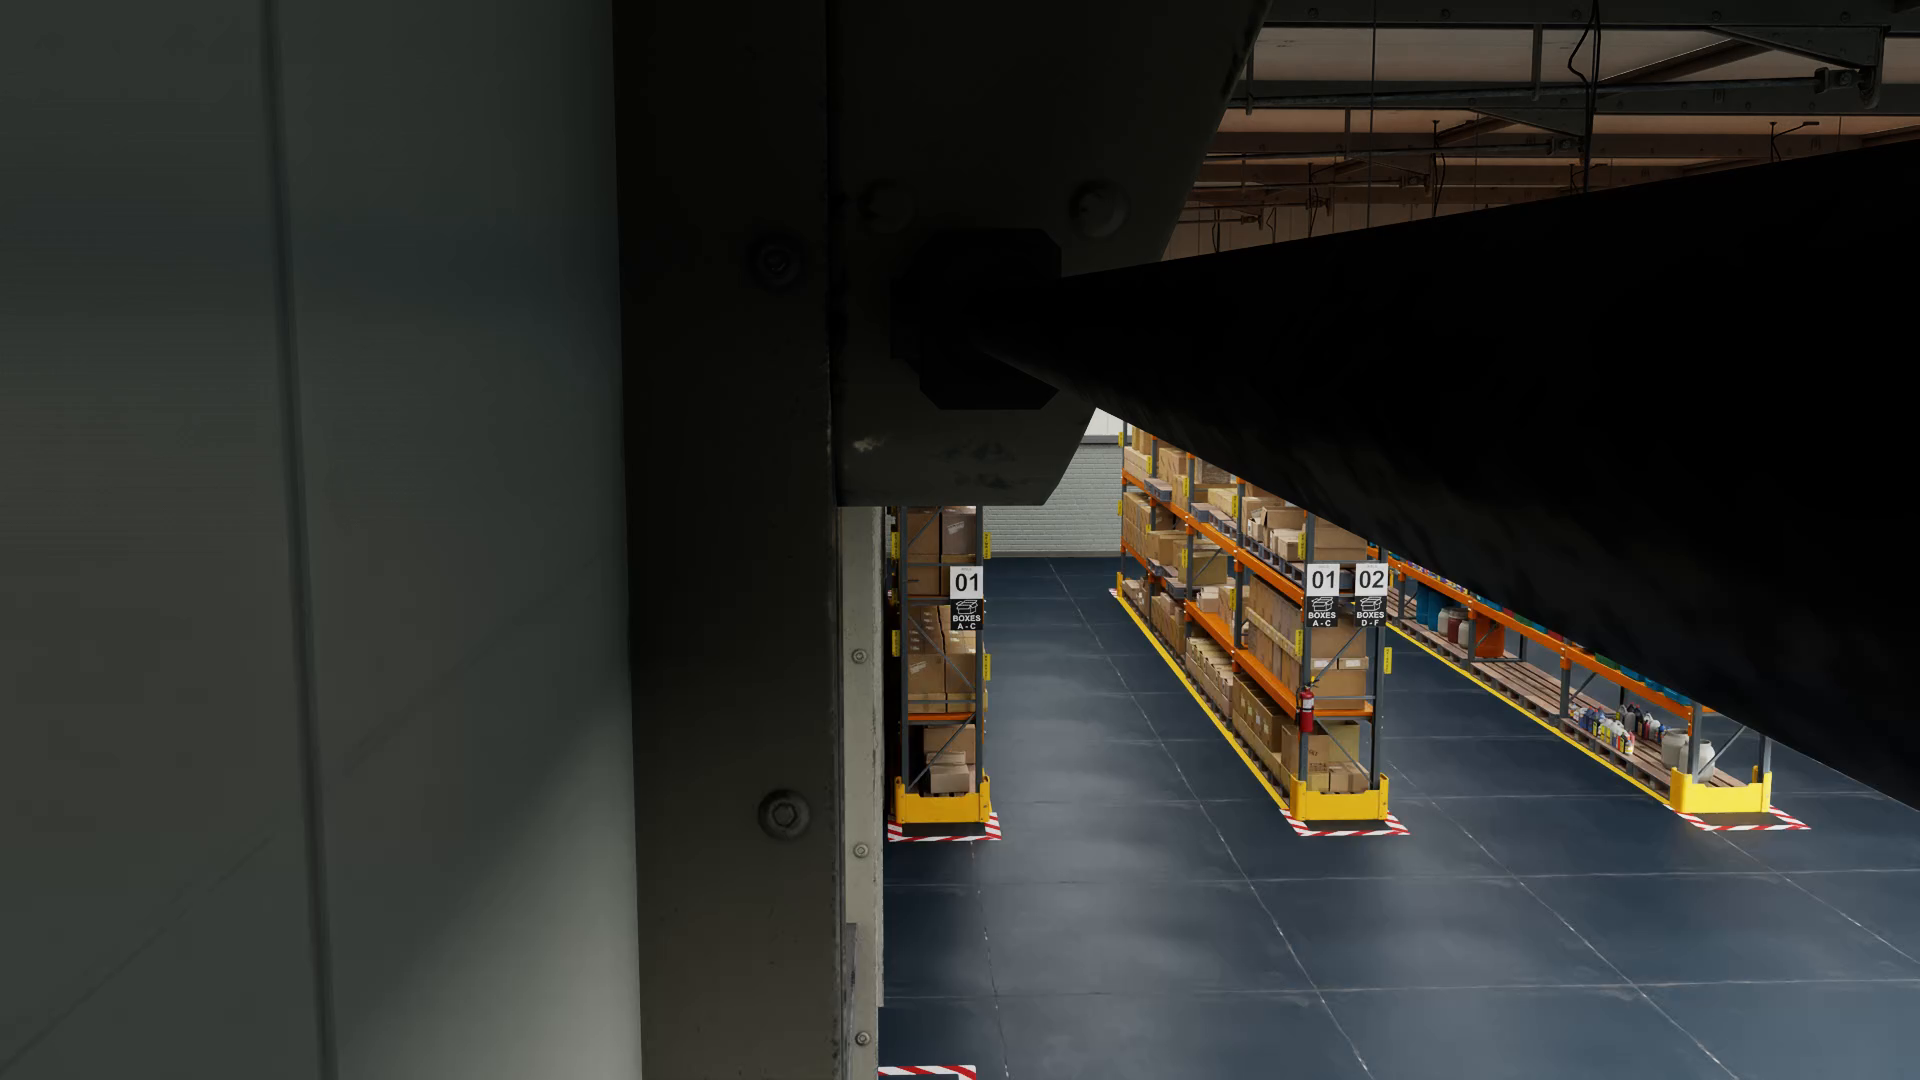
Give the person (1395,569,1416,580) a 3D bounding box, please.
[{"bbox_3d":[10.436,0.044,38.672,0.680,1.722,1.039,0,8,-1],"label":"person"}]
